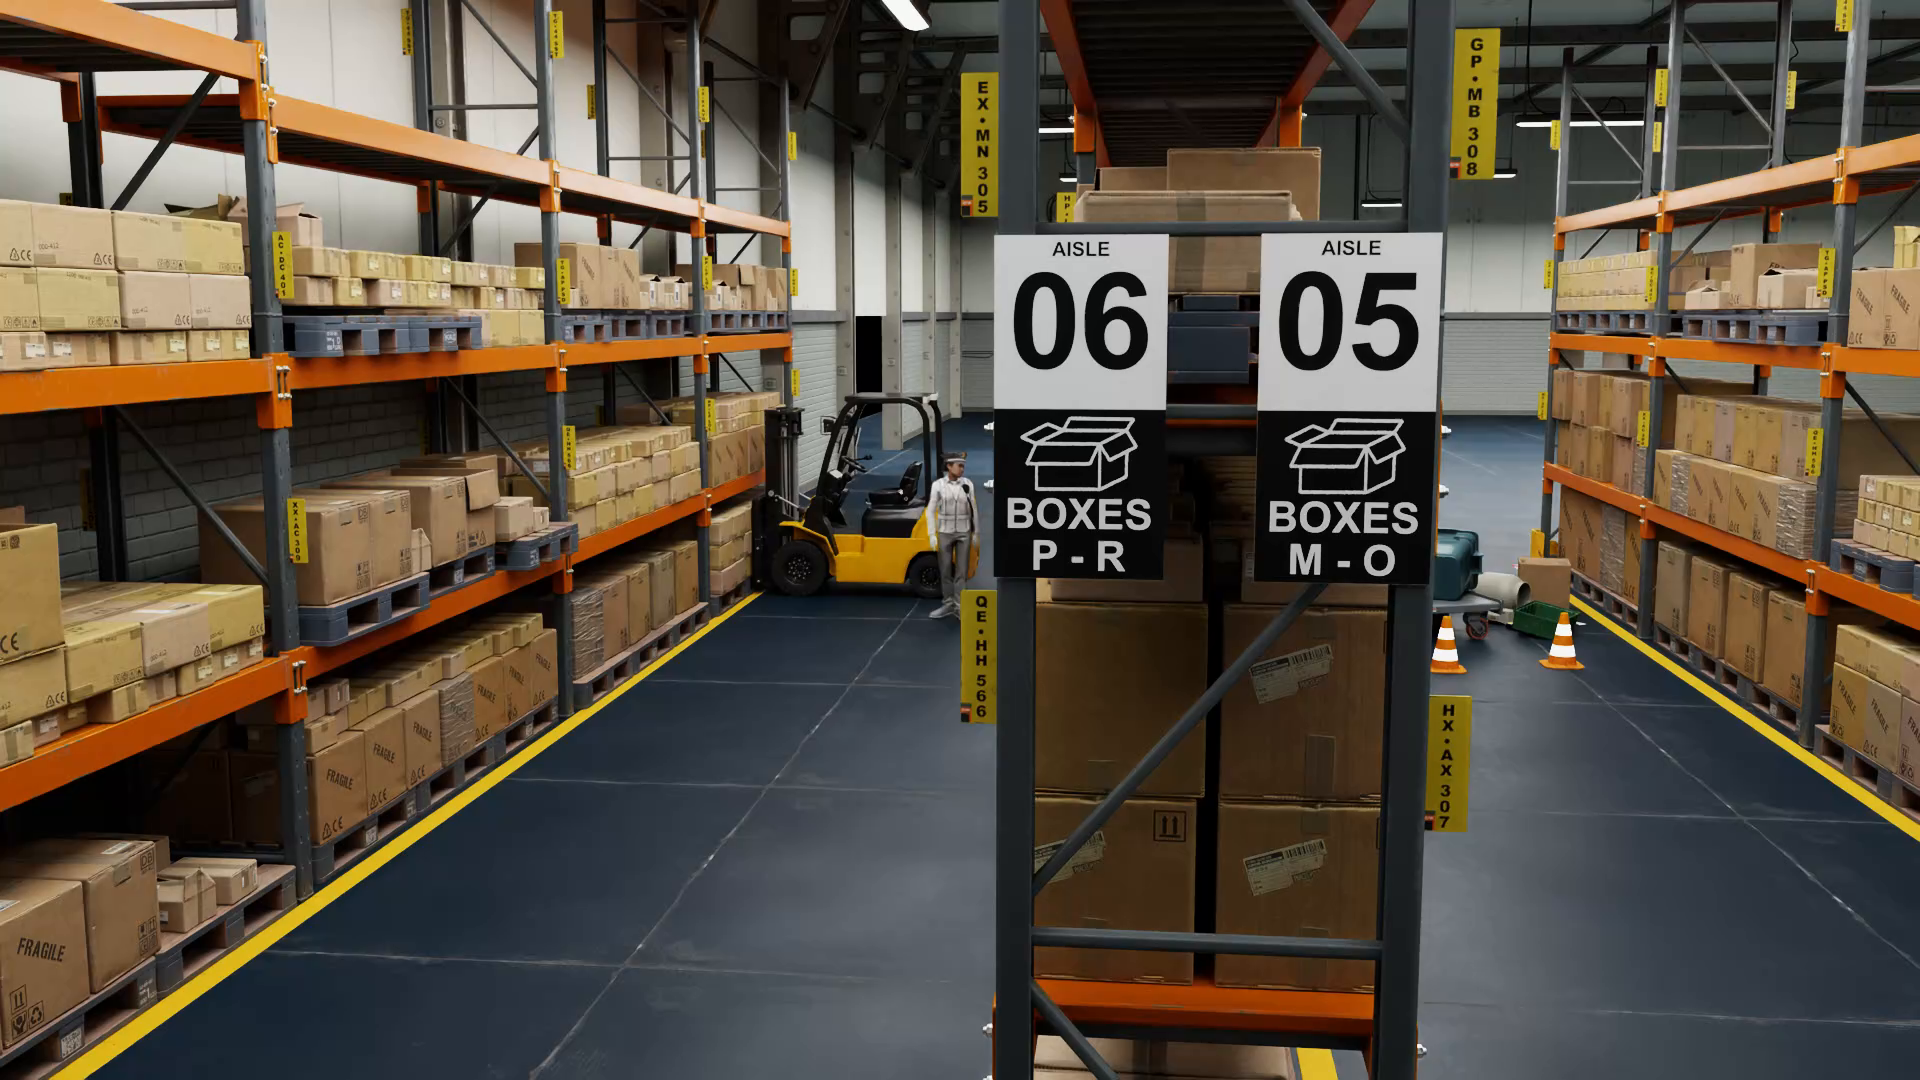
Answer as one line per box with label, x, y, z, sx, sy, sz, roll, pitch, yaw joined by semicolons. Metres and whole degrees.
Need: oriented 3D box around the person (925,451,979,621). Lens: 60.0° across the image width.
person;-0.073;-0.045;16.474;0.543;1.680;0.397;-1;8;-8
